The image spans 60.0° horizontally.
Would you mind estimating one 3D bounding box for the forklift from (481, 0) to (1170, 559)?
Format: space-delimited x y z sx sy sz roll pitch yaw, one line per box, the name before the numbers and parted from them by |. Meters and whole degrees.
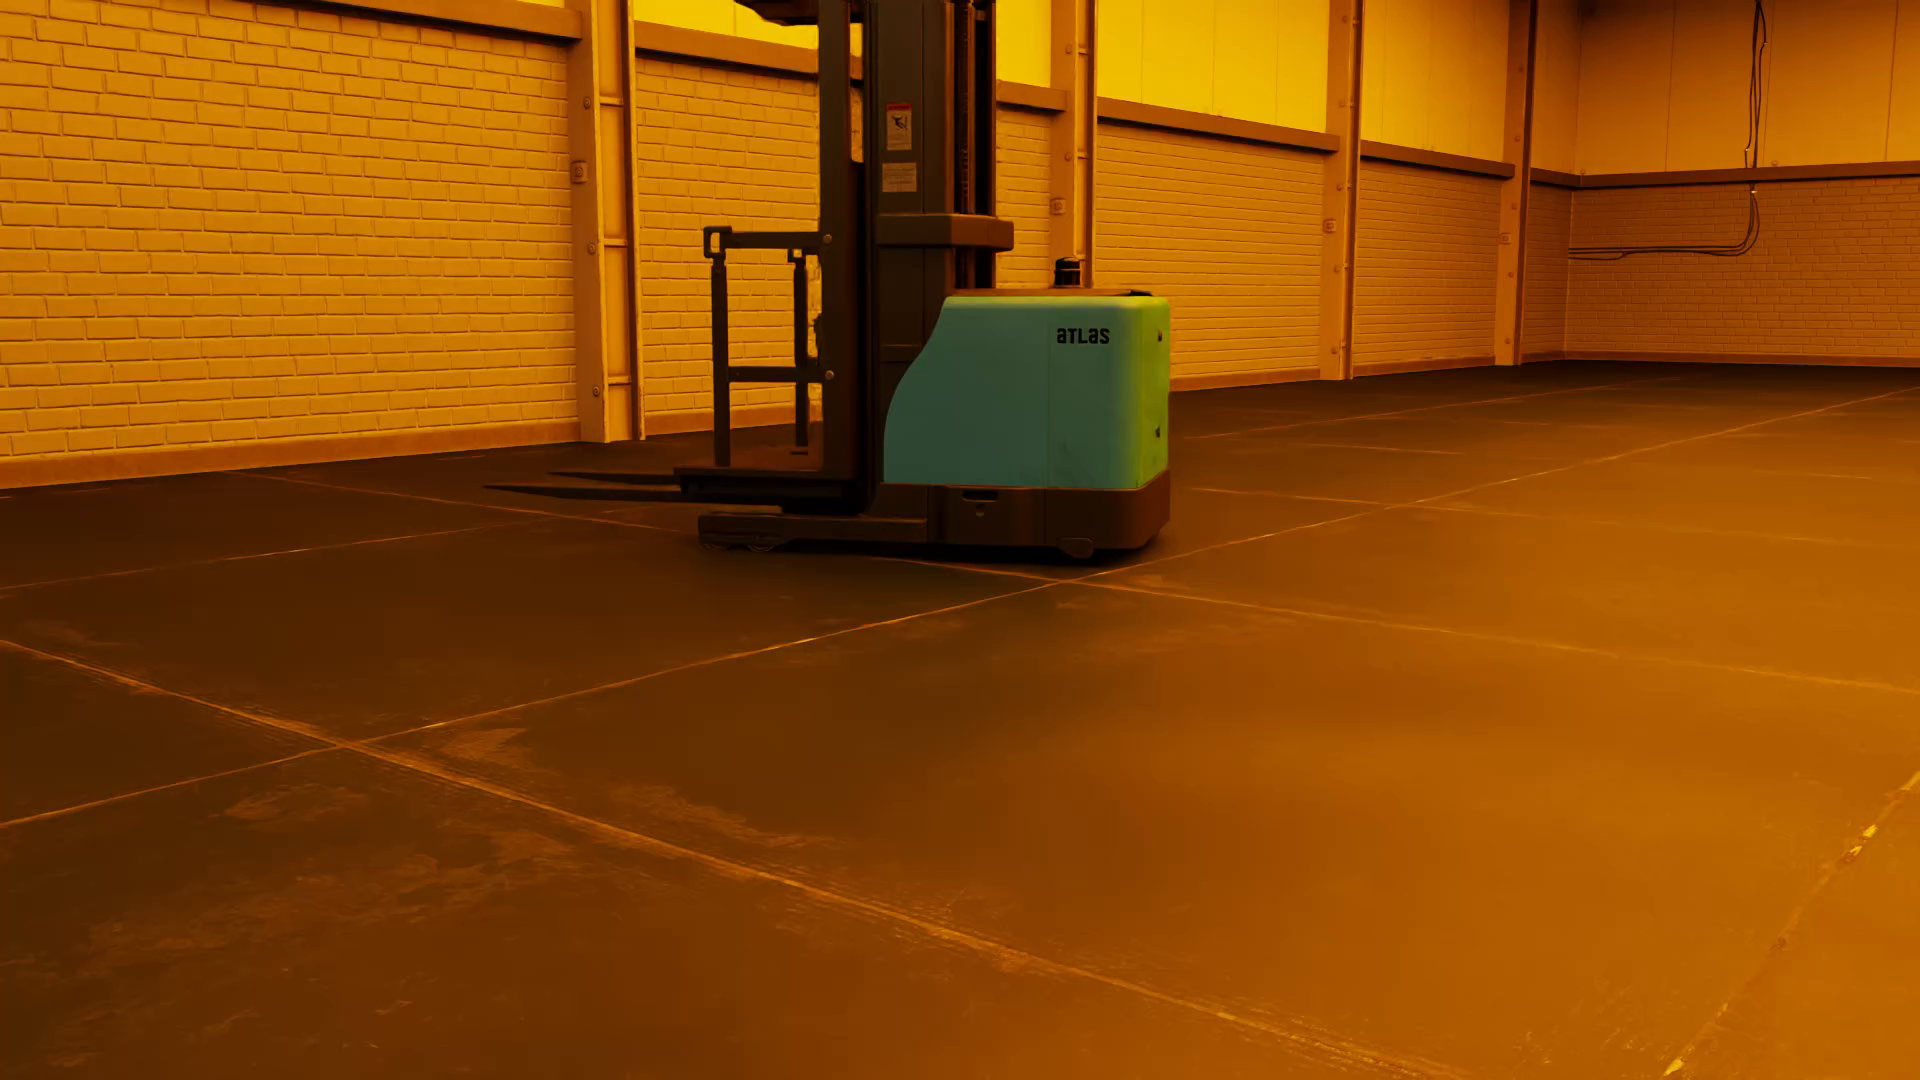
forklift | -0.625 -1.466 7.300 3.031 2.935 1.130 2 9 14
